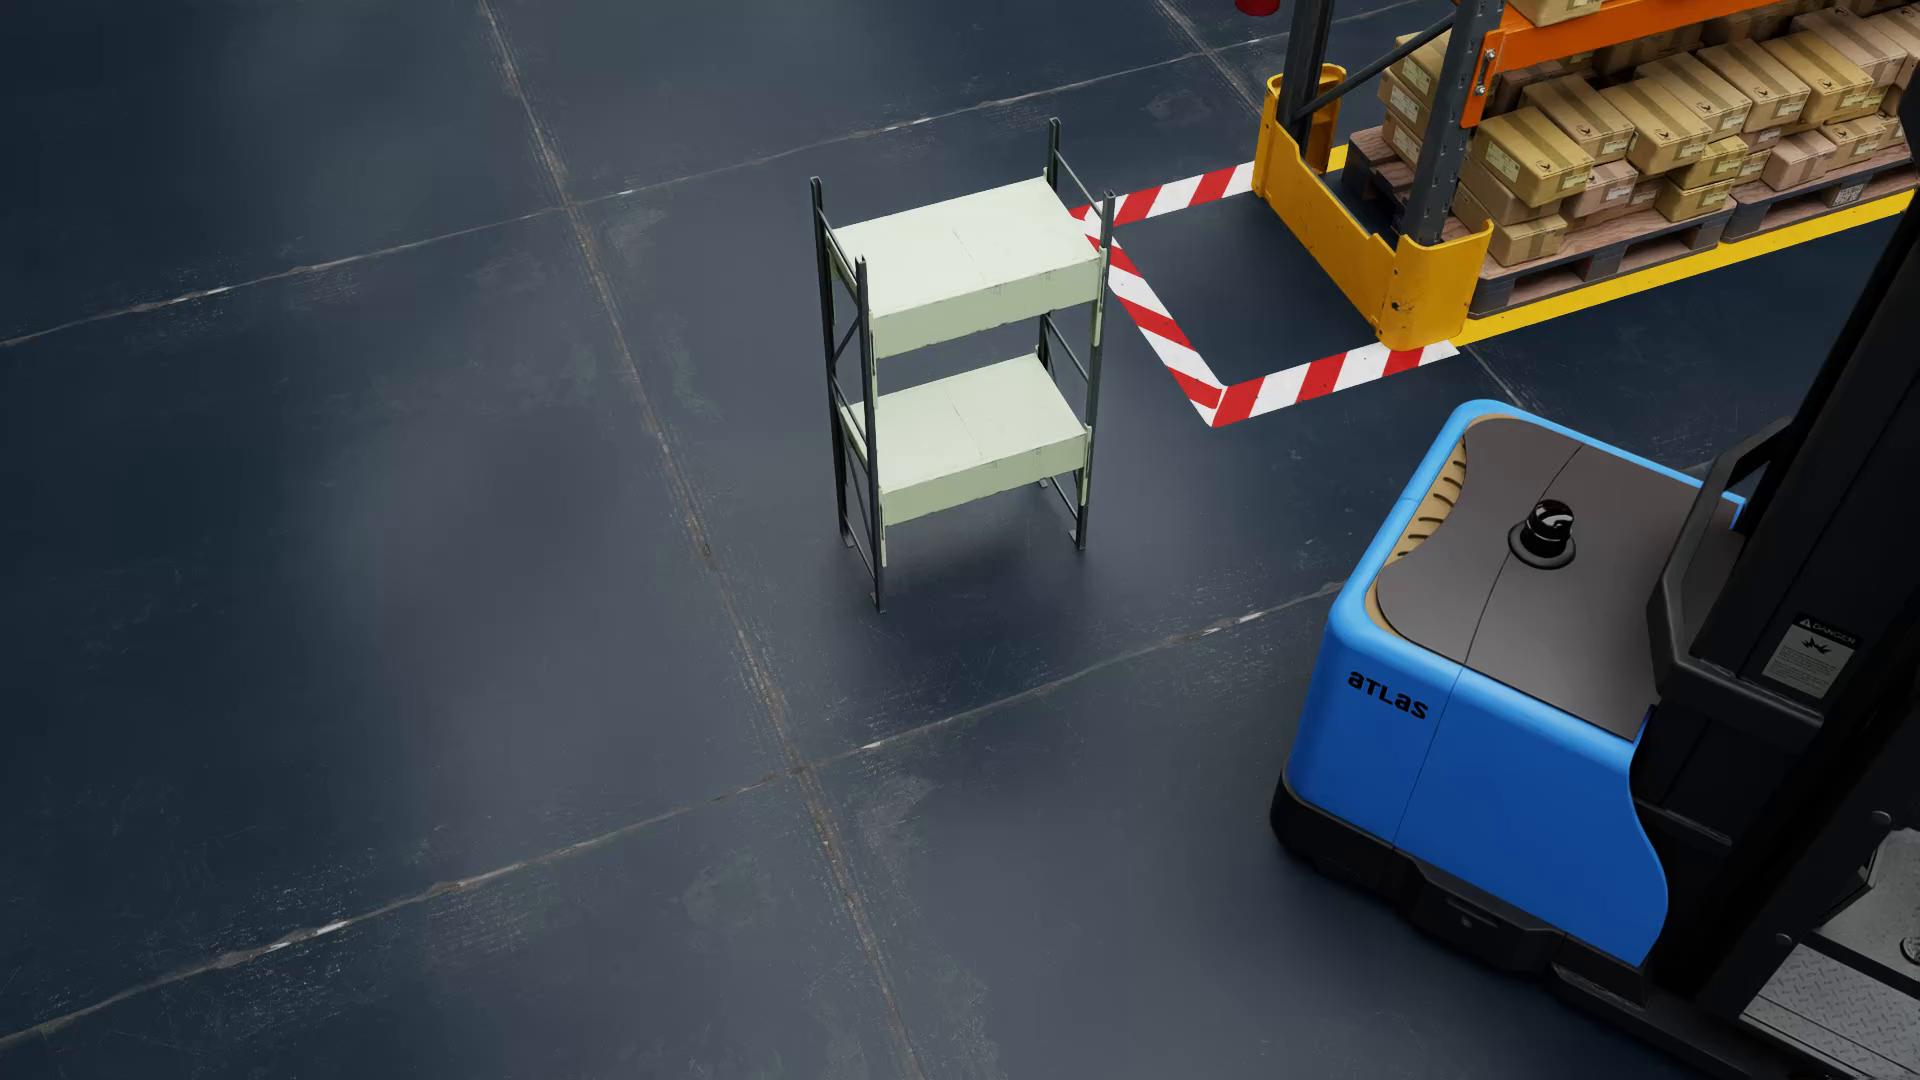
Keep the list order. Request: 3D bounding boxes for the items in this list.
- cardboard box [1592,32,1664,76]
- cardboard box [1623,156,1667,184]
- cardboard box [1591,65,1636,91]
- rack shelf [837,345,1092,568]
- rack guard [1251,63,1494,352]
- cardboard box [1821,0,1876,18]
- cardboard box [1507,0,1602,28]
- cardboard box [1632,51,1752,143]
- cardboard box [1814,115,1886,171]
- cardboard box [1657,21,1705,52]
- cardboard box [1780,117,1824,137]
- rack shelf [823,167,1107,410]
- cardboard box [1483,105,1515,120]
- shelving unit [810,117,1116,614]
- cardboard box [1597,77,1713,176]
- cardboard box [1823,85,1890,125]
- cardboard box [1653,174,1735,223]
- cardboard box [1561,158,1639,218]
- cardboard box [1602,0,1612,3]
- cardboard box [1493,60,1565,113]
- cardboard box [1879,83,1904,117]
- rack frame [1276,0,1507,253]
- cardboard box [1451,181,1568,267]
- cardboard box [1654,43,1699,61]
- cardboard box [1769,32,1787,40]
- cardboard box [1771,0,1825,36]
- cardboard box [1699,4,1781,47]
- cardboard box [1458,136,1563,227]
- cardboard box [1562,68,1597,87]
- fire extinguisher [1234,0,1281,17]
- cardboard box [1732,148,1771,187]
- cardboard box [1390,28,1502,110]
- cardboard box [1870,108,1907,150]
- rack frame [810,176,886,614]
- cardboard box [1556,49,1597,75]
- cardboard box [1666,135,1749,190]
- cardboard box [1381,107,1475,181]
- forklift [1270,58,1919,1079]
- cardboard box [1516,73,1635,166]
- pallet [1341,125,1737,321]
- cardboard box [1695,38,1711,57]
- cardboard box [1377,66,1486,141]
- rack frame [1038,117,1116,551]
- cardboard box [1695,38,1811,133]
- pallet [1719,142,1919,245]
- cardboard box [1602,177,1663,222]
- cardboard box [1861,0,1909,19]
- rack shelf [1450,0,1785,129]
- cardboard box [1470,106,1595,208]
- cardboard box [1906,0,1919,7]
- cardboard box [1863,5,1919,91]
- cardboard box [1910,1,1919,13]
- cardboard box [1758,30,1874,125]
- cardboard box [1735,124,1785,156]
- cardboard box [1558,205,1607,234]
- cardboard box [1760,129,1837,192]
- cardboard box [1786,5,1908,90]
[{"bbox_3d":[2.625,-2.077,6.767,0.250,0.149,0.380,-19,52,-16],"label":"cardboard box"},{"bbox_3d":[2.571,-1.566,6.524,0.250,0.149,0.380,-17,51,-14],"label":"cardboard box"},{"bbox_3d":[2.670,-1.932,6.838,0.250,0.149,0.380,-18,52,-15],"label":"cardboard box"},{"bbox_3d":[0.006,-0.278,5.430,0.720,0.370,0.431,-17,52,-14],"label":"rack shelf"},{"bbox_3d":[1.591,-1.328,6.561,0.348,0.500,1.175,-17,52,-14],"label":"rack guard"},{"bbox_3d":[3.613,-2.329,6.983,0.250,0.149,0.380,-19,52,-16],"label":"cardboard box"},{"bbox_3d":[1.945,-1.901,5.571,0.250,0.149,0.380,-18,52,-15],"label":"cardboard box"},{"bbox_3d":[2.824,-1.709,6.451,0.250,0.149,0.380,-20,52,-16],"label":"cardboard box"},{"bbox_3d":[3.554,-1.707,6.841,0.250,0.149,0.380,-17,52,-14],"label":"cardboard box"},{"bbox_3d":[2.853,-2.193,6.866,0.250,0.149,0.380,-15,51,-13],"label":"cardboard box"},{"bbox_3d":[3.295,-1.814,6.737,0.250,0.149,0.380,-15,51,-12],"label":"cardboard box"},{"bbox_3d":[0.006,-0.745,4.887,0.720,0.370,0.431,-17,52,-14],"label":"rack shelf"},{"bbox_3d":[2.164,-1.814,6.737,0.250,0.149,0.380,-18,52,-15],"label":"cardboard box"},{"bbox_3d":[0.006,-0.491,5.183,0.755,1.500,0.431,-17,52,-14],"label":"shelving unit"},{"bbox_3d":[2.626,-1.580,6.340,0.250,0.149,0.380,-17,52,-14],"label":"cardboard box"},{"bbox_3d":[3.549,-1.884,6.797,0.250,0.149,0.380,-15,51,-13],"label":"cardboard box"},{"bbox_3d":[2.844,-1.459,6.628,0.250,0.149,0.380,-17,51,-14],"label":"cardboard box"},{"bbox_3d":[2.378,-1.434,6.411,0.250,0.149,0.380,-17,52,-14],"label":"cardboard box"},{"bbox_3d":[2.165,-2.003,5.659,0.250,0.149,0.380,-16,51,-13],"label":"cardboard box"},{"bbox_3d":[2.170,-1.884,6.601,0.250,0.149,0.380,-16,51,-14],"label":"cardboard box"},{"bbox_3d":[3.812,-1.931,6.837,0.250,0.149,0.380,-19,52,-16],"label":"cardboard box"},{"bbox_3d":[1.521,-2.120,5.594,0.127,3.000,1.000,-17,52,-14],"label":"rack frame"},{"bbox_3d":[2.127,-1.254,6.452,0.250,0.149,0.380,-16,51,-14],"label":"cardboard box"},{"bbox_3d":[2.857,-2.085,6.970,0.250,0.149,0.380,-17,51,-14],"label":"cardboard box"},{"bbox_3d":[3.345,-2.244,7.106,0.250,0.149,0.380,-17,51,-14],"label":"cardboard box"},{"bbox_3d":[3.370,-2.286,6.946,0.250,0.149,0.380,-17,51,-14],"label":"cardboard box"},{"bbox_3d":[3.139,-2.191,6.864,0.250,0.149,0.380,-19,52,-15],"label":"cardboard box"},{"bbox_3d":[2.103,-1.395,6.377,0.250,0.149,0.380,-15,51,-13],"label":"cardboard box"},{"bbox_3d":[2.382,-1.927,6.834,0.250,0.149,0.380,-19,52,-16],"label":"cardboard box"},{"bbox_3d":[1.113,-2.225,5.981,0.183,0.674,0.296,-17,52,-14],"label":"fire extinguisher"},{"bbox_3d":[3.044,-1.599,6.748,0.250,0.149,0.380,-17,51,-14],"label":"cardboard box"},{"bbox_3d":[1.915,-1.852,6.573,0.250,0.149,0.380,-17,51,-14],"label":"cardboard box"},{"bbox_3d":[3.765,-1.799,6.920,0.250,0.149,0.380,-16,51,-14],"label":"cardboard box"},{"bbox_3d":[-0.333,-0.386,5.093,0.023,1.500,0.400,-17,52,-14],"label":"rack frame"},{"bbox_3d":[2.361,-2.047,6.741,0.250,0.149,0.380,-18,52,-15],"label":"cardboard box"},{"bbox_3d":[2.850,-1.564,6.522,0.250,0.149,0.380,-16,51,-13],"label":"cardboard box"},{"bbox_3d":[1.929,-1.626,6.771,0.250,0.149,0.380,-16,51,-14],"label":"cardboard box"},{"bbox_3d":[2.440,0.231,3.620,3.031,2.935,1.130,26,54,20],"label":"forklift"},{"bbox_3d":[2.344,-1.597,6.355,0.250,0.149,0.380,-16,51,-14],"label":"cardboard box"},{"bbox_3d":[2.357,-1.442,6.849,1.213,0.211,1.003,-17,52,-14],"label":"pallet"},{"bbox_3d":[3.101,-2.145,7.022,0.250,0.149,0.380,-15,51,-12],"label":"cardboard box"},{"bbox_3d":[1.902,-1.777,6.705,0.250,0.149,0.380,-18,52,-15],"label":"cardboard box"},{"bbox_3d":[0.345,-0.596,5.273,0.023,1.500,0.400,-17,52,-14],"label":"rack frame"},{"bbox_3d":[3.084,-1.782,6.513,0.250,0.149,0.380,-15,51,-13],"label":"cardboard box"},{"bbox_3d":[3.484,-1.789,7.147,1.213,0.211,1.003,-17,52,-14],"label":"pallet"},{"bbox_3d":[2.566,-1.462,6.631,0.250,0.149,0.380,-17,51,-14],"label":"cardboard box"},{"bbox_3d":[3.841,-2.325,7.176,0.250,0.149,0.380,-15,51,-13],"label":"cardboard box"},{"bbox_3d":[3.372,-2.460,6.359,4.000,0.370,1.077,-17,52,-14],"label":"rack shelf"},{"bbox_3d":[2.134,-1.434,6.214,0.250,0.149,0.380,-19,52,-16],"label":"cardboard box"},{"bbox_3d":[4.104,-2.387,7.229,0.250,0.149,0.380,-20,52,-16],"label":"cardboard box"},{"bbox_3d":[3.813,-1.959,6.665,0.250,0.149,0.380,-19,52,-16],"label":"cardboard box"},{"bbox_3d":[4.058,-2.045,6.739,0.250,0.149,0.380,-20,52,-16],"label":"cardboard box"},{"bbox_3d":[3.345,-1.825,6.550,0.250,0.149,0.380,-16,51,-14],"label":"cardboard box"},{"bbox_3d":[3.059,-1.707,6.645,0.250,0.149,0.380,-19,52,-16],"label":"cardboard box"},{"bbox_3d":[2.338,-1.386,6.566,0.250,0.149,0.380,-17,52,-14],"label":"cardboard box"},{"bbox_3d":[3.307,-1.609,6.757,0.250,0.149,0.380,-20,52,-16],"label":"cardboard box"},{"bbox_3d":[3.542,-1.965,6.670,0.250,0.149,0.380,-17,51,-14],"label":"cardboard box"}]
